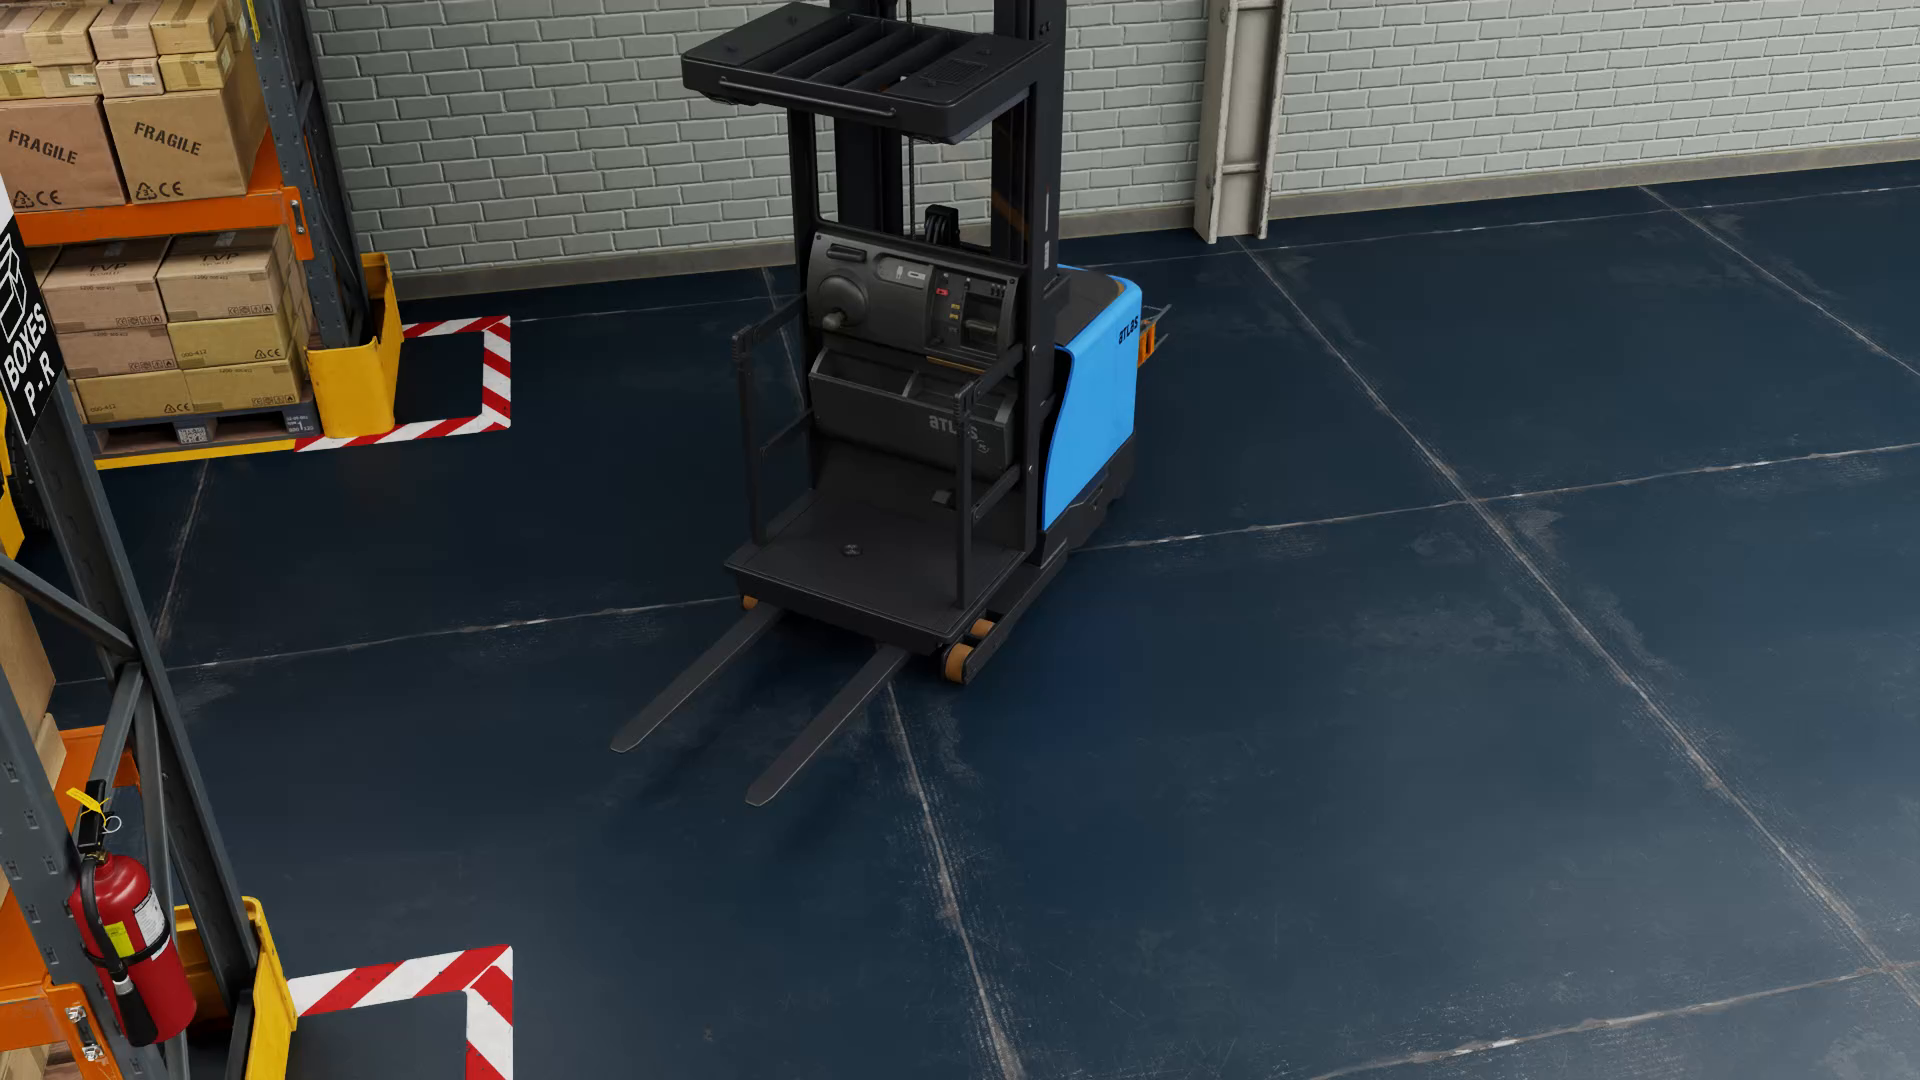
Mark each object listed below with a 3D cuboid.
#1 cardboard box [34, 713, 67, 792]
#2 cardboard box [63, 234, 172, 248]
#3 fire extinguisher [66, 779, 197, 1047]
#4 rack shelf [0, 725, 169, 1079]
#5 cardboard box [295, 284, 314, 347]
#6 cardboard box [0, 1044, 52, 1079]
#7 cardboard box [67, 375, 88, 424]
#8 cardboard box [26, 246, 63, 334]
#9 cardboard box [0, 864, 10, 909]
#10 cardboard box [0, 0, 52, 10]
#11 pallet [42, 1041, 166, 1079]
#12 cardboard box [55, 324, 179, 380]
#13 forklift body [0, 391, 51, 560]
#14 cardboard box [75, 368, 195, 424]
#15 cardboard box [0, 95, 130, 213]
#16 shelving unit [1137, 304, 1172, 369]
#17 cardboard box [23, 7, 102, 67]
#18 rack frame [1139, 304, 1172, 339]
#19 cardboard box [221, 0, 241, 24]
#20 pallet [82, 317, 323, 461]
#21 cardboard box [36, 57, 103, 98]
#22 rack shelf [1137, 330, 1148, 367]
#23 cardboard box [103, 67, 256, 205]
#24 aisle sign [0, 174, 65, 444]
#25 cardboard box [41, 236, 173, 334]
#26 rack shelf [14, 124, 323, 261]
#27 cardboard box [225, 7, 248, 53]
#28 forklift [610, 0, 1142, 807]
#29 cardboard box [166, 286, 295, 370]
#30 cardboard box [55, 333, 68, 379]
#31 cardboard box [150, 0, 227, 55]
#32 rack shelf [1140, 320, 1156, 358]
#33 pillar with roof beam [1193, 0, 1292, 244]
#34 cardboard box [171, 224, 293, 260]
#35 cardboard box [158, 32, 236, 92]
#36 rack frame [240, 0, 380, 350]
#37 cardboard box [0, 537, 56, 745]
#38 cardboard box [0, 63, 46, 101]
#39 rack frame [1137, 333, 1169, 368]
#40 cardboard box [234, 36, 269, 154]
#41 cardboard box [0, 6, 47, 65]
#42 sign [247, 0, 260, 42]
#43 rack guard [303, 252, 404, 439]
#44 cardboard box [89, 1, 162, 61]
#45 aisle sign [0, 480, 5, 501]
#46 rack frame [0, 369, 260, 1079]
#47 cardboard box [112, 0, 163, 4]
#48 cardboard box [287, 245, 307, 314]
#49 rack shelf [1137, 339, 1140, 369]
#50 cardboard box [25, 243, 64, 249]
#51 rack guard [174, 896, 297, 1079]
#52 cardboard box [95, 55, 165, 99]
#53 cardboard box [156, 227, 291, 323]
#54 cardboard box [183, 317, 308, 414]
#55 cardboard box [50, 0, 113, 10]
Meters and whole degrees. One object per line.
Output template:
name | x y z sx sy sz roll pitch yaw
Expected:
cardboard box | -2.521 0.639 4.331 0.250 0.149 0.380 -7 35 -10
cardboard box | -4.239 -1.520 8.517 0.500 0.250 0.500 -7 35 -10
fire extinguisher | -1.930 0.874 3.825 0.183 0.674 0.296 -7 35 -11
rack shelf | -4.094 1.150 3.990 4.000 0.370 1.077 -7 35 -11
cardboard box | -3.765 -1.170 8.893 0.500 0.250 0.500 -7 35 -10
cardboard box | -2.992 1.522 4.881 0.500 0.250 0.500 -7 35 -11
cardboard box | -4.608 -0.782 8.315 0.500 0.250 0.500 -7 34 -10
cardboard box | -4.609 -1.180 8.010 0.500 0.250 0.500 -7 34 -10
cardboard box | -2.461 0.872 3.984 0.250 0.149 0.380 -6 34 -9
cardboard box | -4.379 -2.525 7.882 0.250 0.149 0.380 -7 34 -10
pallet | -3.018 1.853 4.799 1.213 0.211 1.003 -7 35 -11
cardboard box | -4.140 -1.047 8.260 0.500 0.250 0.500 -8 35 -11
forklift body | -4.689 -0.515 6.587 1.214 2.155 2.313 -7 35 -11
cardboard box | -4.118 -0.839 8.399 0.500 0.250 0.500 -7 35 -11
cardboard box | -4.173 -1.871 7.757 0.500 0.500 0.500 -6 34 -9
shelving unit | 0.808 -0.986 9.046 0.258 0.189 1.200 16 37 23
cardboard box | -4.028 -2.274 7.507 0.250 0.149 0.380 -6 34 -9
rack frame | 0.808 -1.062 8.995 0.240 0.006 1.200 16 37 23
cardboard box | -3.617 -2.601 7.995 0.250 0.149 0.380 -8 35 -11
pallet | -3.979 -0.817 8.778 1.213 0.211 1.003 -7 35 -11
cardboard box | -4.028 -2.162 7.607 0.250 0.149 0.380 -7 34 -10
rack shelf | 0.900 -1.083 9.189 0.258 0.180 0.103 16 37 23
cardboard box | -3.664 -1.930 7.845 0.500 0.500 0.500 -8 35 -12
aisle sign | -2.152 -0.650 3.694 0.004 0.787 0.394 -7 35 -11
cardboard box | -4.119 -1.248 8.111 0.500 0.250 0.500 -7 34 -10
rack shelf | -5.193 -1.547 8.009 4.000 0.370 1.077 -7 35 -11
cardboard box | -3.630 -2.502 8.115 0.250 0.149 0.380 -8 35 -12
forklift | -0.296 -0.910 6.476 1.130 2.935 3.031 17 37 23
cardboard box | -3.648 -1.102 8.343 0.500 0.250 0.500 -8 35 -11
cardboard box | -4.639 -0.972 8.148 0.500 0.250 0.500 -8 35 -12
cardboard box | -3.545 -2.368 7.647 0.250 0.149 0.380 -7 35 -10
rack shelf | 0.956 -1.142 9.277 0.258 0.180 0.103 16 37 23
pillar with roof beam | 2.682 -3.385 4.718 0.400 9.000 9.100 -7 35 -11
cardboard box | -3.753 -1.583 8.611 0.500 0.250 0.500 -8 35 -11
cardboard box | -3.519 -2.208 7.676 0.250 0.149 0.380 -7 34 -10
rack frame | -3.242 -2.092 8.175 0.127 3.000 1.000 -7 35 -11
cardboard box | -2.667 0.348 4.183 0.500 0.500 0.500 -8 35 -11
cardboard box | -4.272 -2.137 7.571 0.250 0.149 0.380 -7 35 -11
rack frame | 0.808 -0.910 9.097 0.240 0.006 1.200 16 37 23
cardboard box | -3.787 -2.223 8.282 0.500 0.500 0.500 -6 34 -9
cardboard box | -4.287 -2.283 7.522 0.250 0.149 0.380 -7 34 -10
sign | -3.136 -2.374 7.345 0.005 0.325 0.100 -7 35 -11
rack guard | -3.219 -1.057 8.876 0.348 0.500 1.175 -7 35 -11
cardboard box | -3.779 -2.320 7.577 0.250 0.149 0.380 -7 35 -10
aisle sign | -2.019 -0.324 3.208 0.004 0.787 0.394 -7 35 -11
rack frame | -2.144 0.605 4.156 0.127 3.000 1.000 -7 35 -11
cardboard box | -3.890 -2.602 7.997 0.250 0.149 0.380 -6 34 -9
cardboard box | -3.747 -1.387 8.767 0.500 0.250 0.500 -7 34 -10
rack shelf | 0.844 -1.023 9.101 0.258 0.180 0.103 16 37 23
cardboard box | -4.730 -1.464 8.434 0.500 0.250 0.500 -7 35 -11
rack guard | -2.218 1.653 4.838 0.348 0.500 1.175 -7 35 -11
cardboard box | -3.761 -2.160 7.605 0.250 0.149 0.380 -7 34 -10
cardboard box | -3.623 -1.314 8.209 0.500 0.250 0.500 -6 34 -9
cardboard box | -3.631 -0.895 8.483 0.500 0.250 0.500 -7 34 -10
cardboard box | -4.134 -2.547 7.915 0.250 0.149 0.380 -7 34 -10
